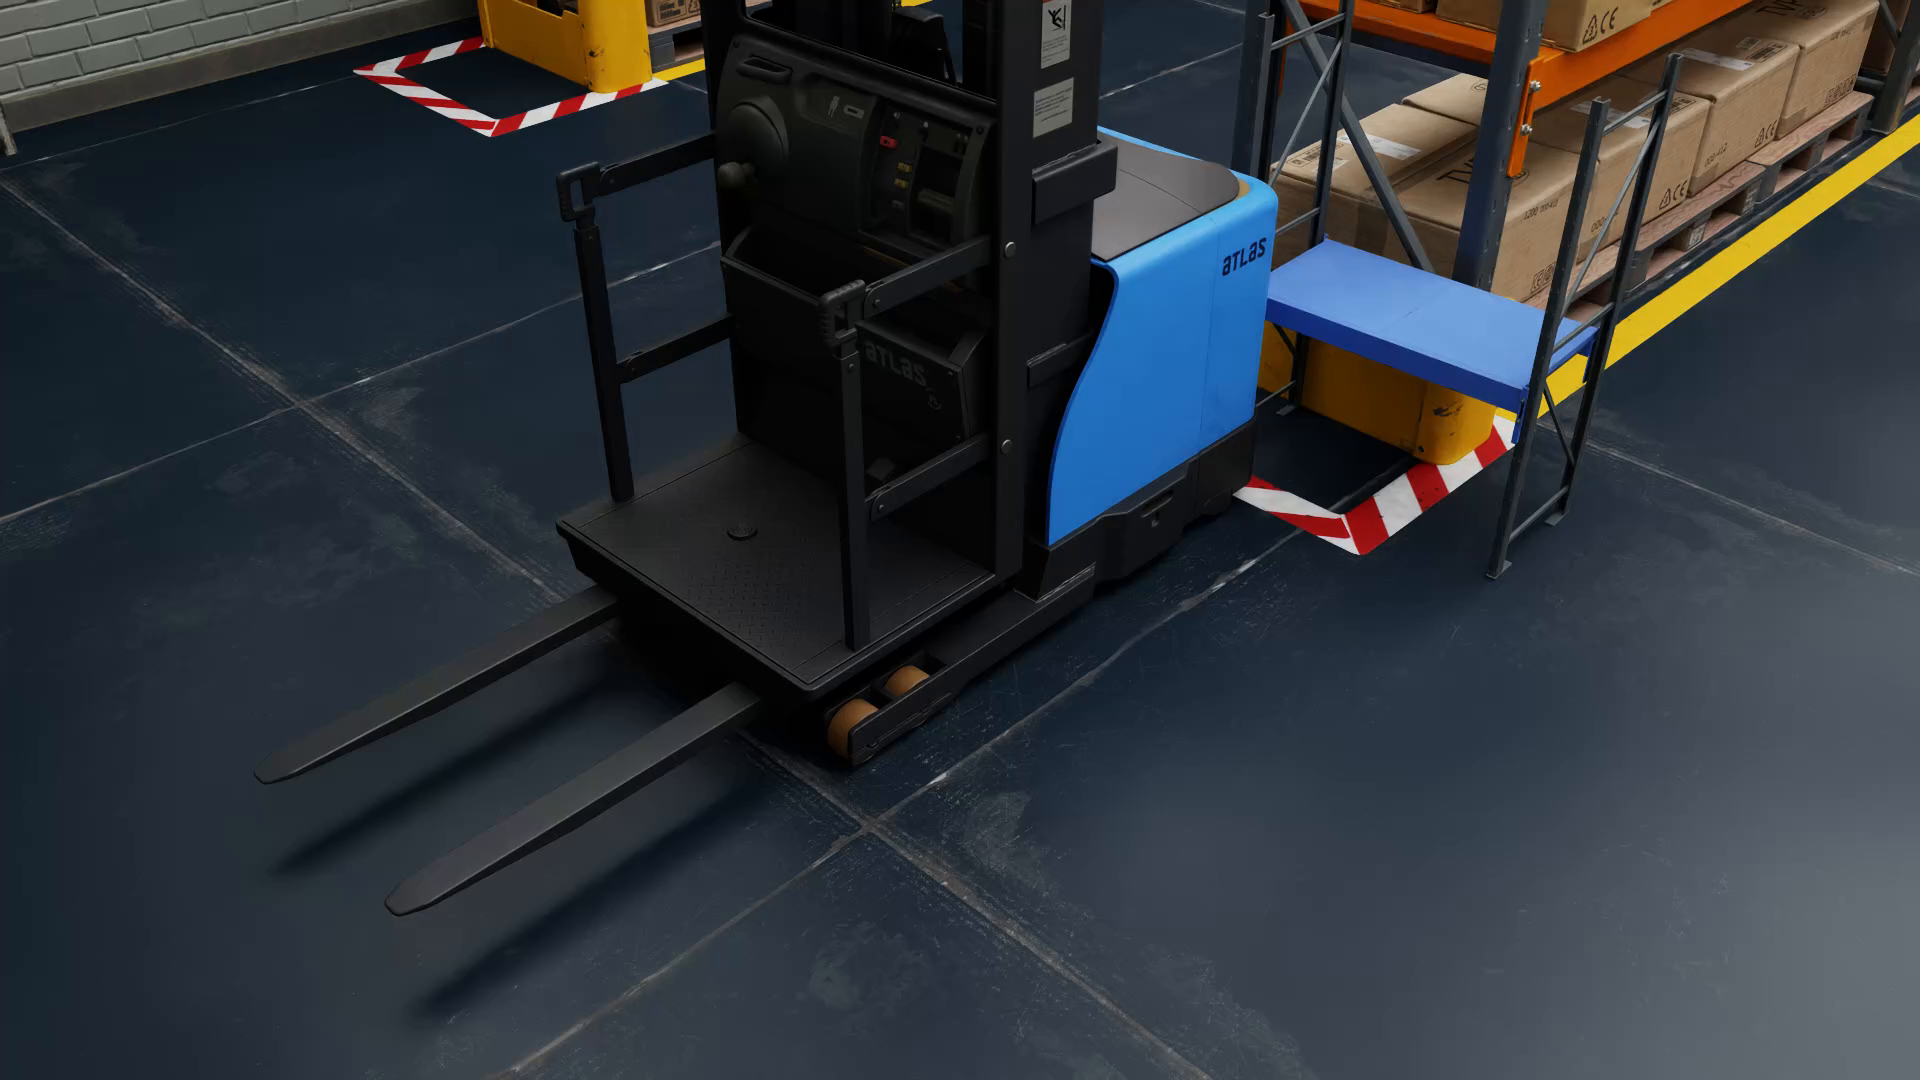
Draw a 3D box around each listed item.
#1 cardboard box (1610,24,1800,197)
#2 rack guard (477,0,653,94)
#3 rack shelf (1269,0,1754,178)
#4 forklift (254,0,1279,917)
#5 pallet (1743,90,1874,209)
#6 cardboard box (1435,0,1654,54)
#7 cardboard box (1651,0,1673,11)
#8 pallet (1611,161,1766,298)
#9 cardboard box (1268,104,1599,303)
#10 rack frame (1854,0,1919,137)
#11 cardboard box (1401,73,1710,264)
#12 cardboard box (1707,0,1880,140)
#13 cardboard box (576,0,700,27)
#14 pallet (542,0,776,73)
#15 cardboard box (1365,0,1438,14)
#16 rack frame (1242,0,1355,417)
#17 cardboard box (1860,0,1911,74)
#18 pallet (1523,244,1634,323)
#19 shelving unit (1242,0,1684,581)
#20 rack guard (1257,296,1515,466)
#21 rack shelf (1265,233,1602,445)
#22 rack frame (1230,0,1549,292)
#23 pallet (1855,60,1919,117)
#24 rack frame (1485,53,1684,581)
[{"bbox_3d":[3.021,-1.951,7.298,0.875,0.438,0.875,28,44,34],"label":"cardboard box"},{"bbox_3d":[-2.120,-2.785,8.807,1.175,0.500,0.348,30,45,35],"label":"rack guard"},{"bbox_3d":[2.761,-2.298,6.551,1.077,0.370,4.000,30,45,35],"label":"rack shelf"},{"bbox_3d":[-0.433,-0.945,4.043,1.130,2.935,3.031,29,44,35],"label":"forklift"},{"bbox_3d":[3.579,-1.984,7.910,1.003,0.211,1.213,30,45,35],"label":"pallet"},{"bbox_3d":[1.894,-1.901,5.266,0.500,0.500,0.500,29,44,35],"label":"cardboard box"},{"bbox_3d":[2.230,-2.118,5.577,0.500,0.500,0.500,29,44,35],"label":"cardboard box"},{"bbox_3d":[2.719,-1.486,7.196,1.003,0.211,1.213,30,45,35],"label":"pallet"},{"bbox_3d":[1.746,-1.210,6.236,0.875,0.438,0.875,28,44,34],"label":"cardboard box"},{"bbox_3d":[4.170,-3.405,7.510,1.000,3.000,0.127,30,45,35],"label":"rack frame"},{"bbox_3d":[2.385,-1.585,6.774,0.875,0.438,0.875,-29,44,-34],"label":"cardboard box"},{"bbox_3d":[3.651,-2.314,7.819,0.875,0.438,0.875,29,44,35],"label":"cardboard box"},{"bbox_3d":[-1.675,-3.138,8.943,0.797,0.503,0.637,28,43,34],"label":"cardboard box"},{"bbox_3d":[-1.559,-2.991,9.354,1.003,0.211,1.213,30,45,35],"label":"pallet"},{"bbox_3d":[1.504,-2.124,5.587,0.500,0.500,0.500,-30,45,-35],"label":"cardboard box"},{"bbox_3d":[1.037,-0.995,5.366,0.032,1.500,0.500,28,43,34],"label":"rack frame"},{"bbox_3d":[4.550,-2.989,8.404,0.875,0.875,0.875,-28,44,-34],"label":"cardboard box"},{"bbox_3d":[1.859,-0.993,6.490,1.003,0.211,1.213,30,45,35],"label":"pallet"},{"bbox_3d":[1.413,-0.799,5.085,1.048,1.500,0.538,28,43,34],"label":"shelving unit"},{"bbox_3d":[1.335,-0.746,5.882,1.175,0.500,0.348,30,45,35],"label":"rack guard"},{"bbox_3d":[1.413,-0.652,5.187,1.000,0.185,0.538,28,43,34],"label":"rack shelf"},{"bbox_3d":[1.352,-1.781,5.181,1.000,3.000,0.127,30,45,35],"label":"rack frame"},{"bbox_3d":[4.660,-2.605,8.800,1.003,0.211,1.213,30,45,35],"label":"pallet"},{"bbox_3d":[1.788,-0.603,4.803,0.032,1.500,0.500,28,43,34],"label":"rack frame"}]
